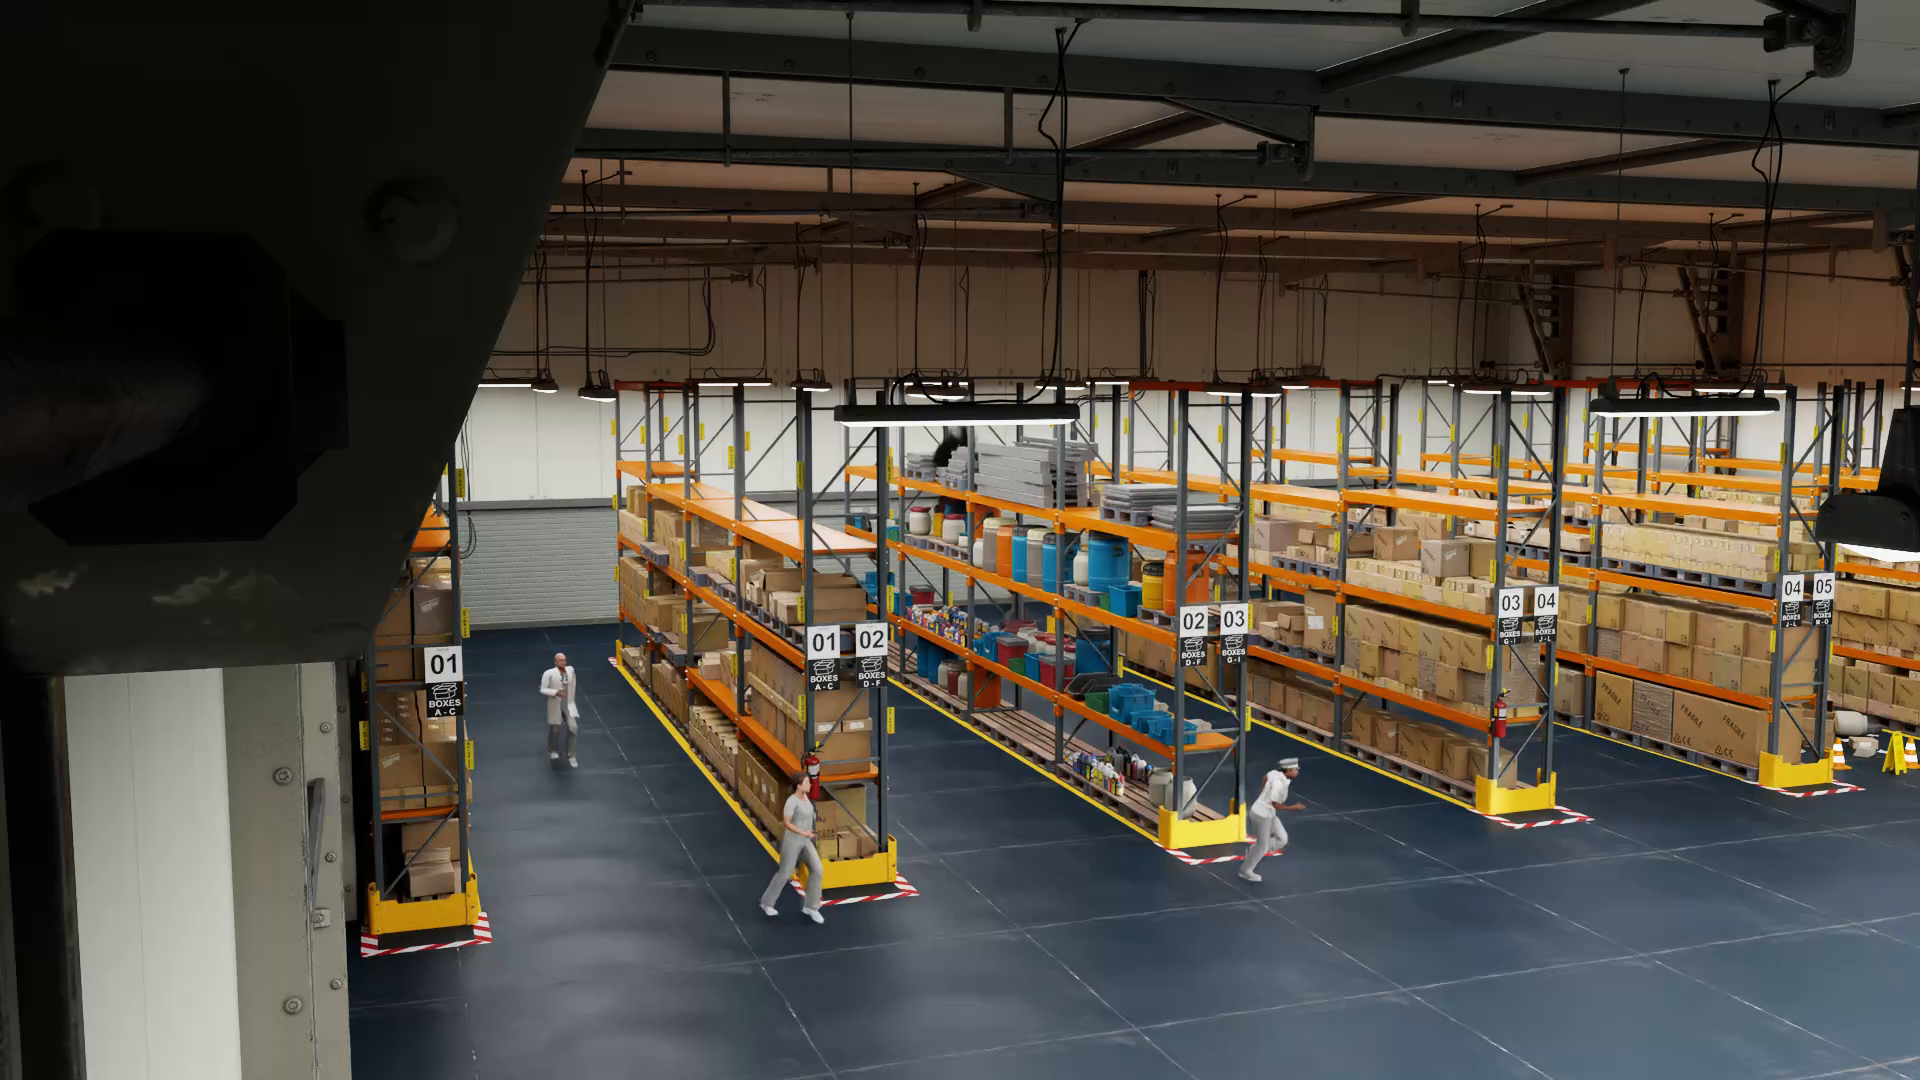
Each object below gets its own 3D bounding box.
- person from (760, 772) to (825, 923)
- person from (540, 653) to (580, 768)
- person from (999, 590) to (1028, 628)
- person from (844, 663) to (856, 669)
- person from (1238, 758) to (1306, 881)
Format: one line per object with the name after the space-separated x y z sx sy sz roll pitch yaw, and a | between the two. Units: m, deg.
-1.858 3.492 19.069 0.781 1.692 0.652 3 7 25 | person
-6.319 2.681 26.270 0.640 1.835 0.908 -3 7 -29 | person
1.361 1.320 39.140 0.909 1.741 0.664 -1 6 -8 | person
-2.189 2.065 31.482 0.578 1.546 0.546 -2 6 -19 | person
3.862 3.413 20.477 0.807 1.540 0.588 2 6 19 | person
